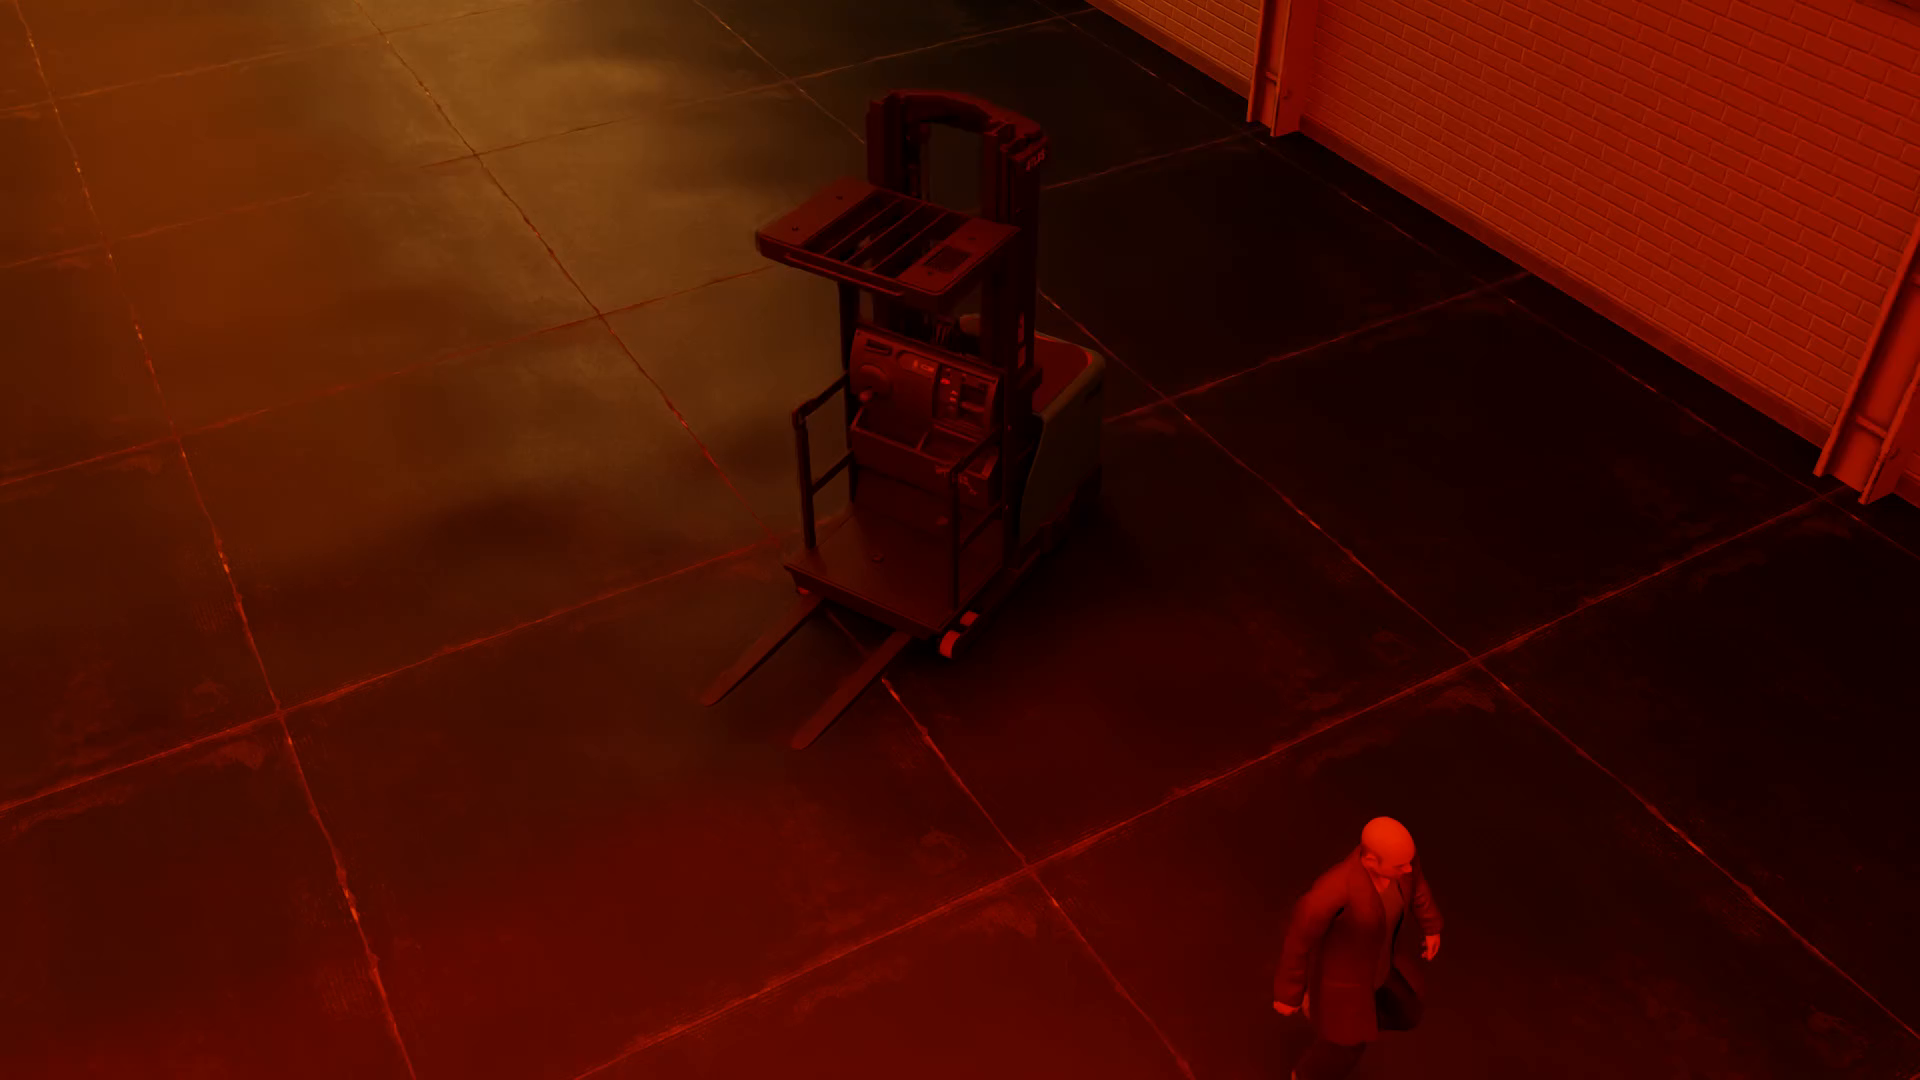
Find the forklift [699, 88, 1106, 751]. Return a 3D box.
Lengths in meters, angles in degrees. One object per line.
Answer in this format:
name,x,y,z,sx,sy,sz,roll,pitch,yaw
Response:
forklift,-0.315,-0.789,8.987,1.130,2.935,3.031,22,44,24

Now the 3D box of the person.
person,1.637,1.818,6.911,0.782,1.572,0.525,-31,49,-32
